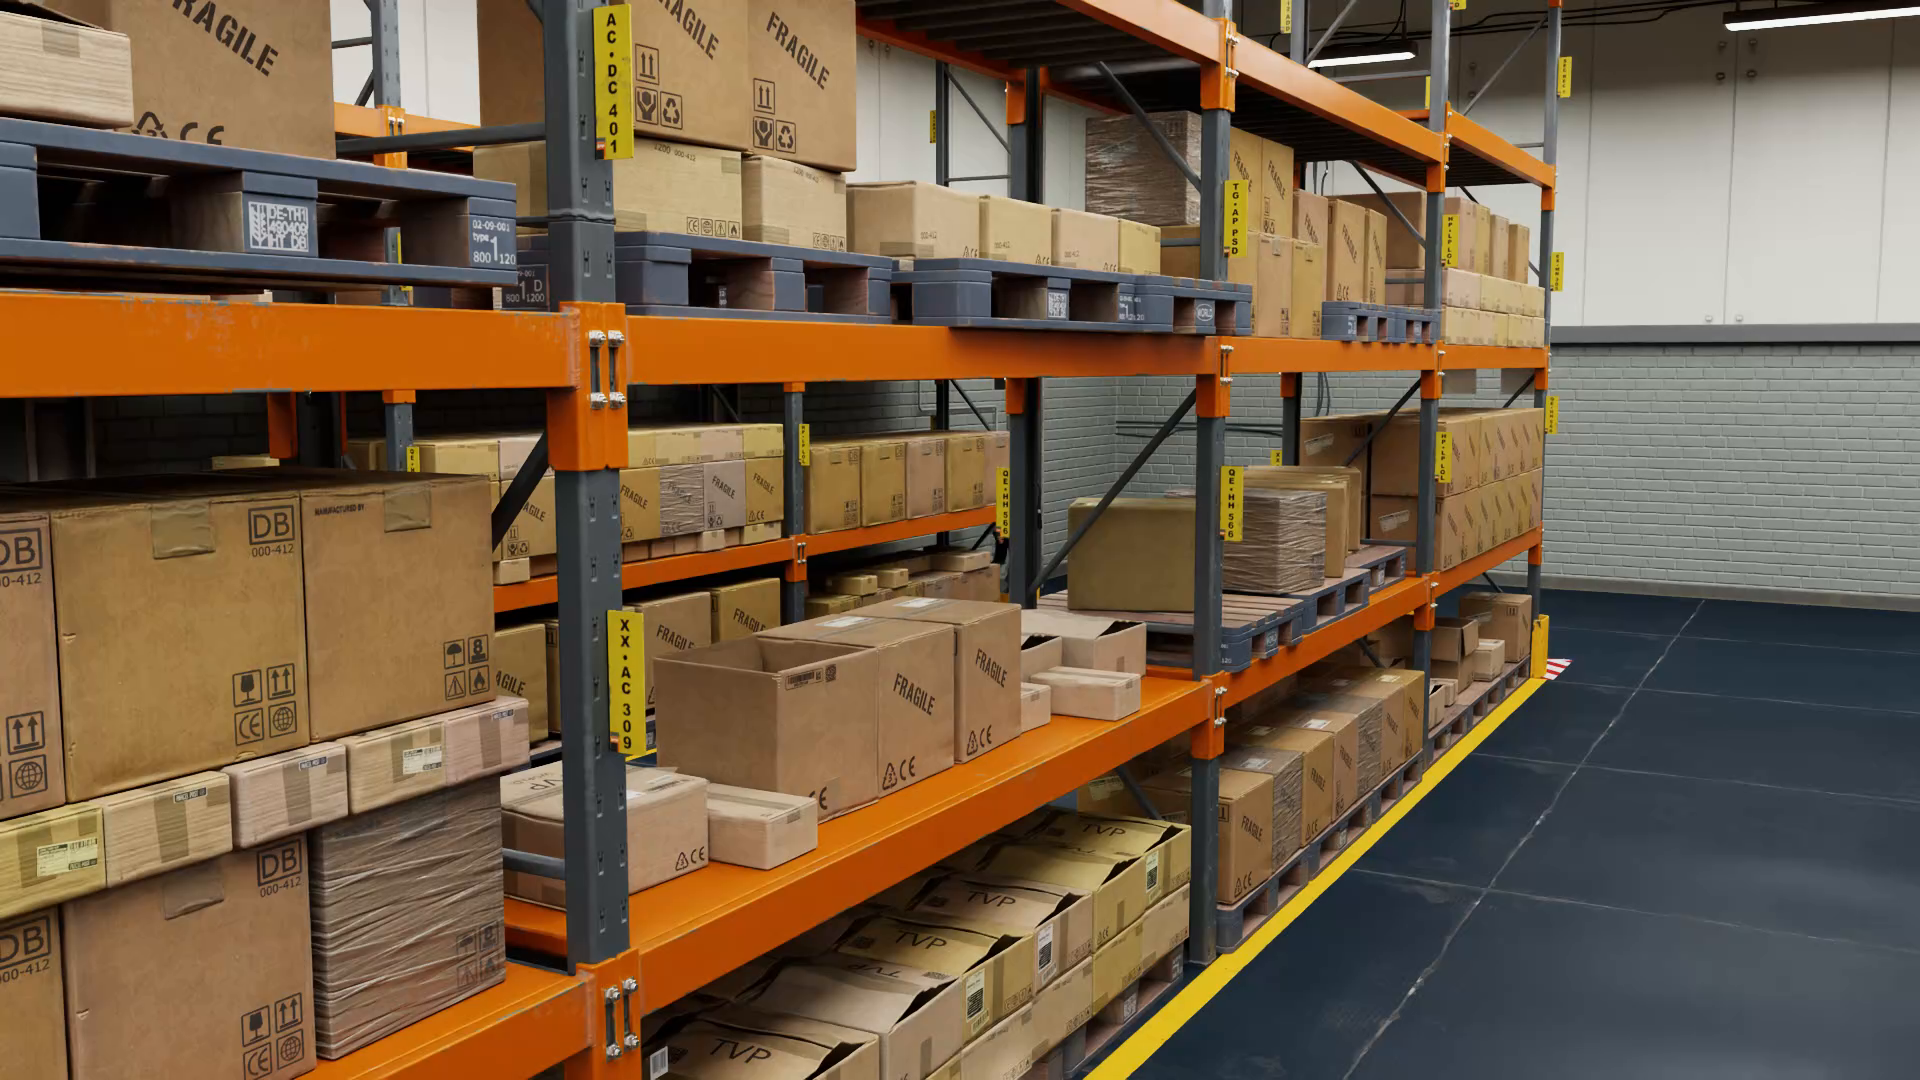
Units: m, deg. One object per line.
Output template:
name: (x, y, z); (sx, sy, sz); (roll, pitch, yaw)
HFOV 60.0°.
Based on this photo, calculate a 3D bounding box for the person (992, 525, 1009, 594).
person: (0.487, -0.070, 18.384); (0.512, 1.607, 0.441); (-1, 6, -8)
